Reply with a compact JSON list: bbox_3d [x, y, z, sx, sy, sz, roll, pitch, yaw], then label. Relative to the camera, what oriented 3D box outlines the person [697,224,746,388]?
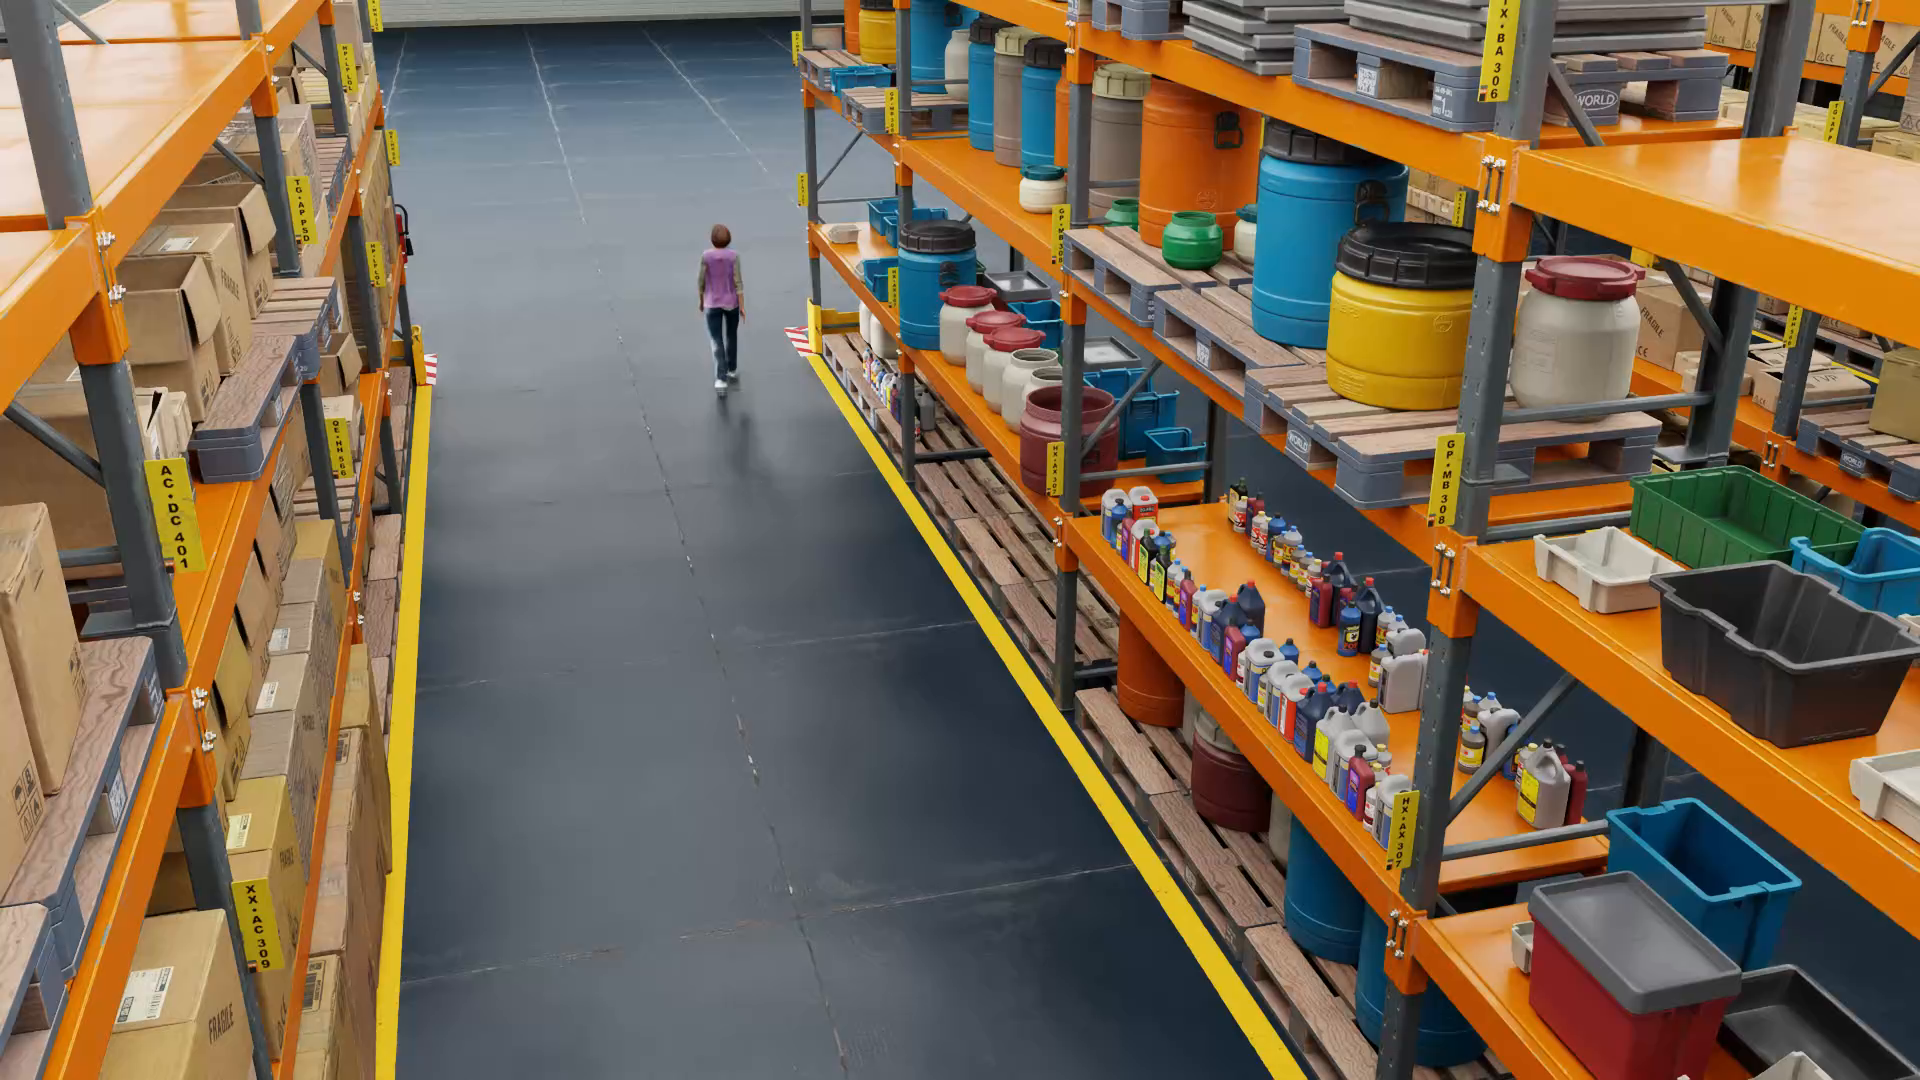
[{"bbox_3d":[-2.273,-2.242,15.839,0.426,1.554,0.894,-5,24,-12],"label":"person"}]
